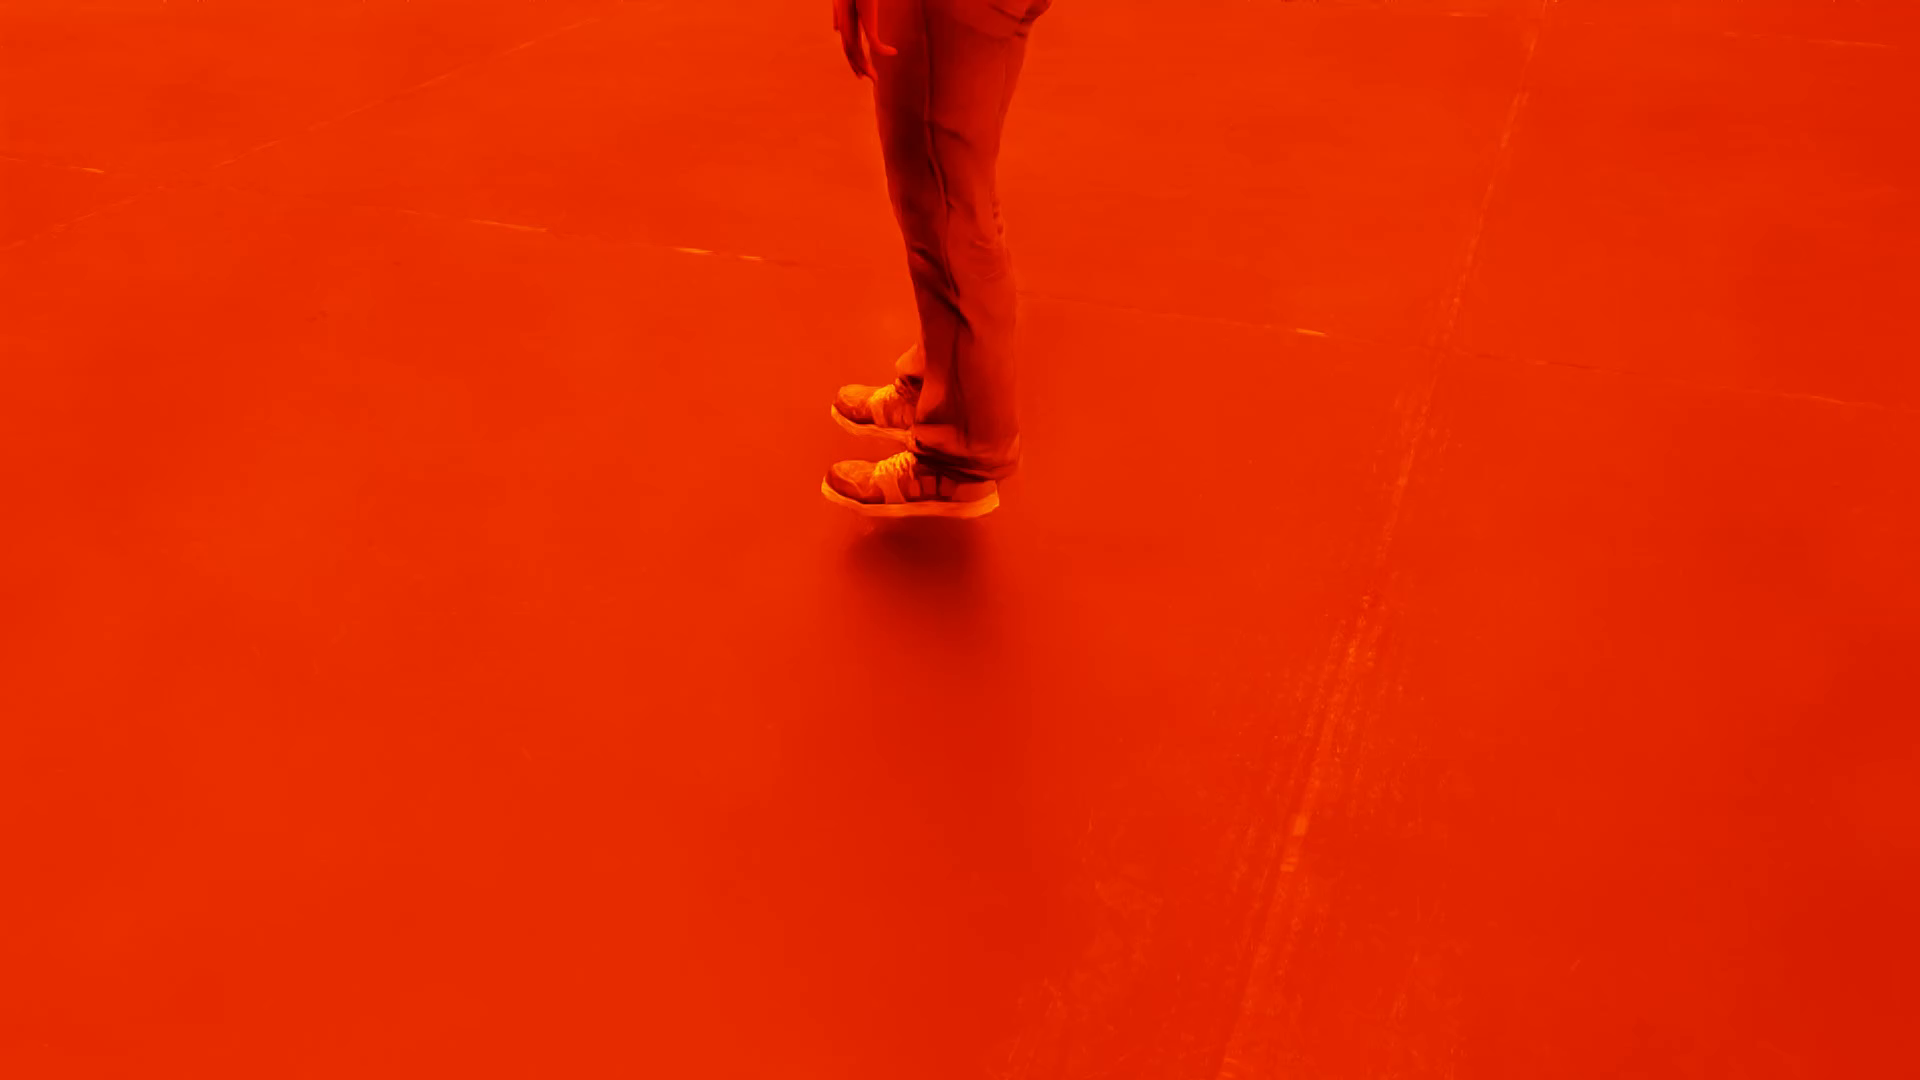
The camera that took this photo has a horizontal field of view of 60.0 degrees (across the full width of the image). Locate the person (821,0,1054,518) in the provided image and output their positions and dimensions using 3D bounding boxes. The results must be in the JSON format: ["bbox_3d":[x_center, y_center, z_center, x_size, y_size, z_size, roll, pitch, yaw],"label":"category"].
[{"bbox_3d":[-0.064,-0.754,2.117,0.476,1.596,0.521,10,31,18],"label":"person"}]
